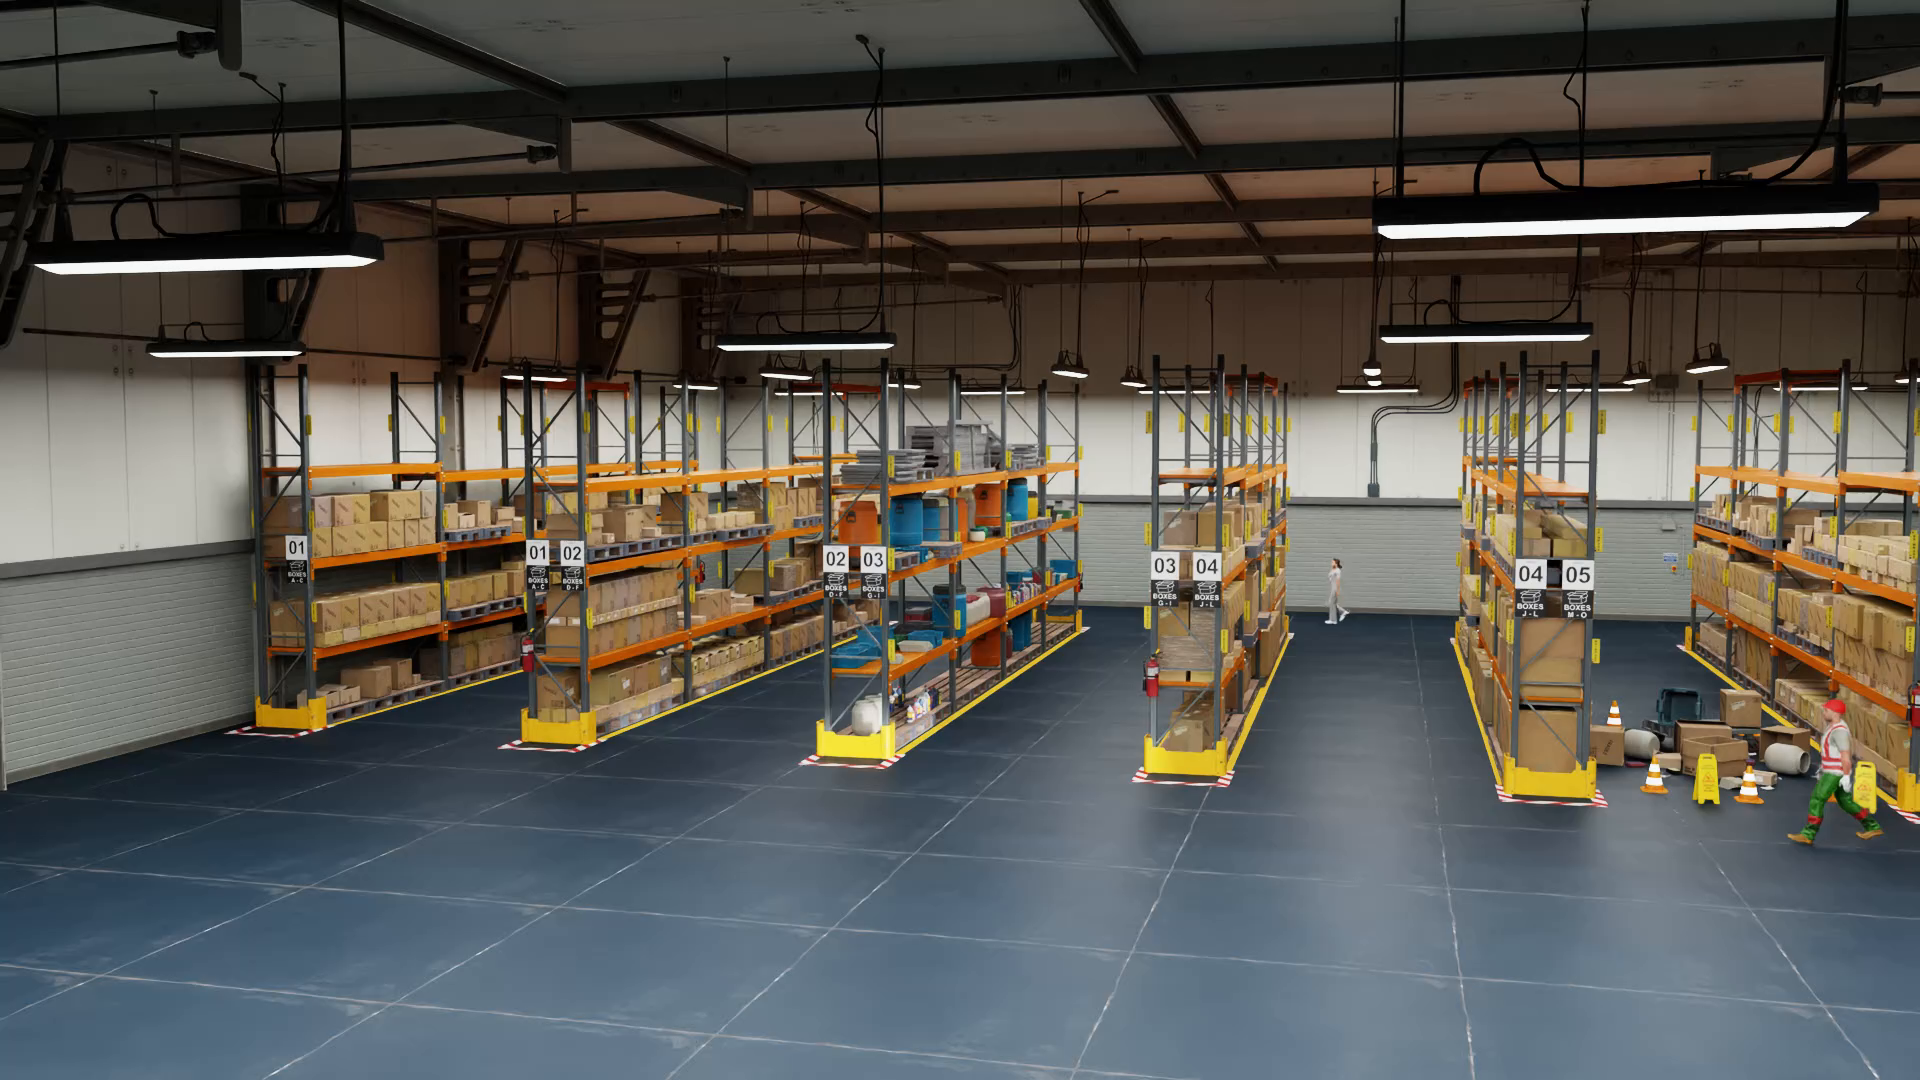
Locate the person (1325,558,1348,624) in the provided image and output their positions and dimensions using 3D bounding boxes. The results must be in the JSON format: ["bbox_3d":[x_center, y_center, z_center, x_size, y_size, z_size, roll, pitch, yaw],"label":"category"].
[{"bbox_3d":[9.468,1.275,41.797,0.593,1.659,0.434,0,4,-1],"label":"person"}]

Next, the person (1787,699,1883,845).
[{"bbox_3d":[10.432,2.763,19.781,1.075,1.748,0.538,1,4,16],"label":"person"}]
